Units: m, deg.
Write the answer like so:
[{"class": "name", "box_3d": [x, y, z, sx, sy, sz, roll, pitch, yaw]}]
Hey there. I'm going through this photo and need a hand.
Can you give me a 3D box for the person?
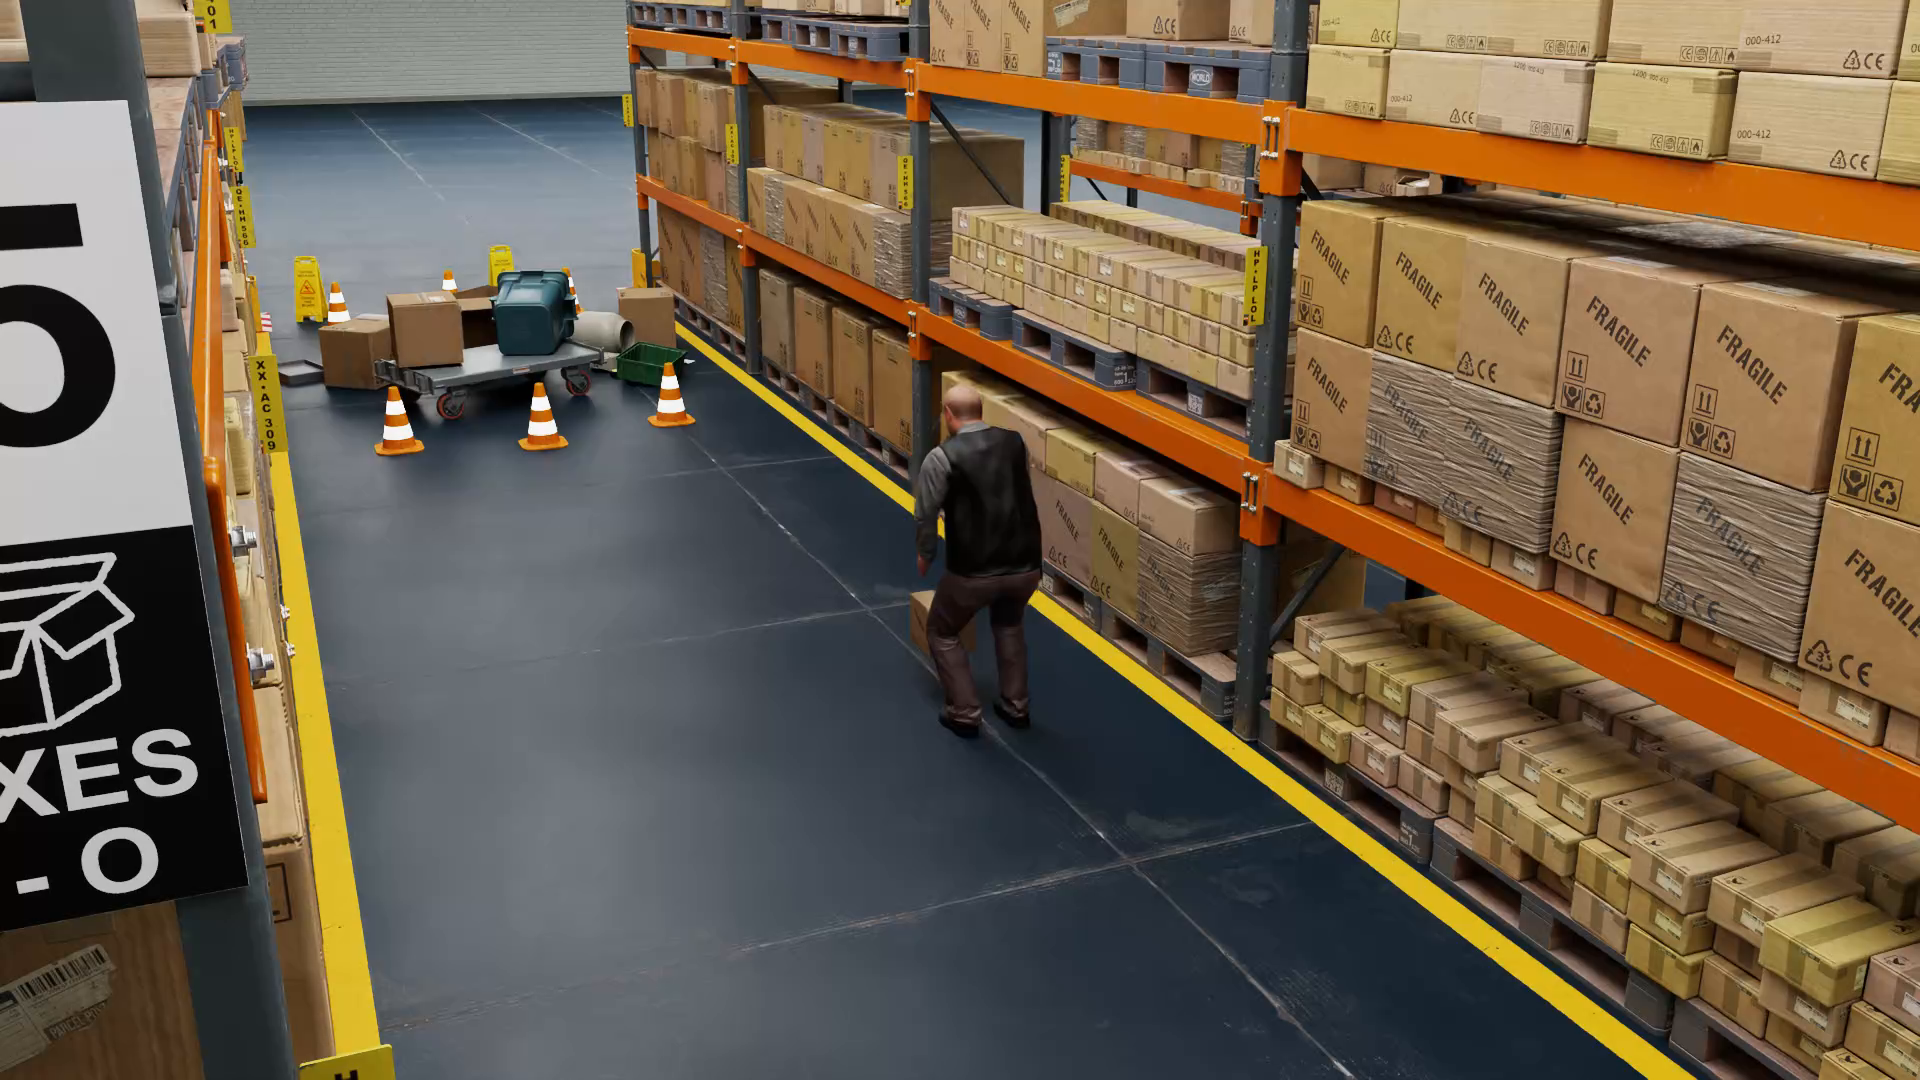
[{"class": "person", "box_3d": [0.081, 0.111, 7.514, 0.581, 1.577, 0.555, -8, 20, -21]}]
